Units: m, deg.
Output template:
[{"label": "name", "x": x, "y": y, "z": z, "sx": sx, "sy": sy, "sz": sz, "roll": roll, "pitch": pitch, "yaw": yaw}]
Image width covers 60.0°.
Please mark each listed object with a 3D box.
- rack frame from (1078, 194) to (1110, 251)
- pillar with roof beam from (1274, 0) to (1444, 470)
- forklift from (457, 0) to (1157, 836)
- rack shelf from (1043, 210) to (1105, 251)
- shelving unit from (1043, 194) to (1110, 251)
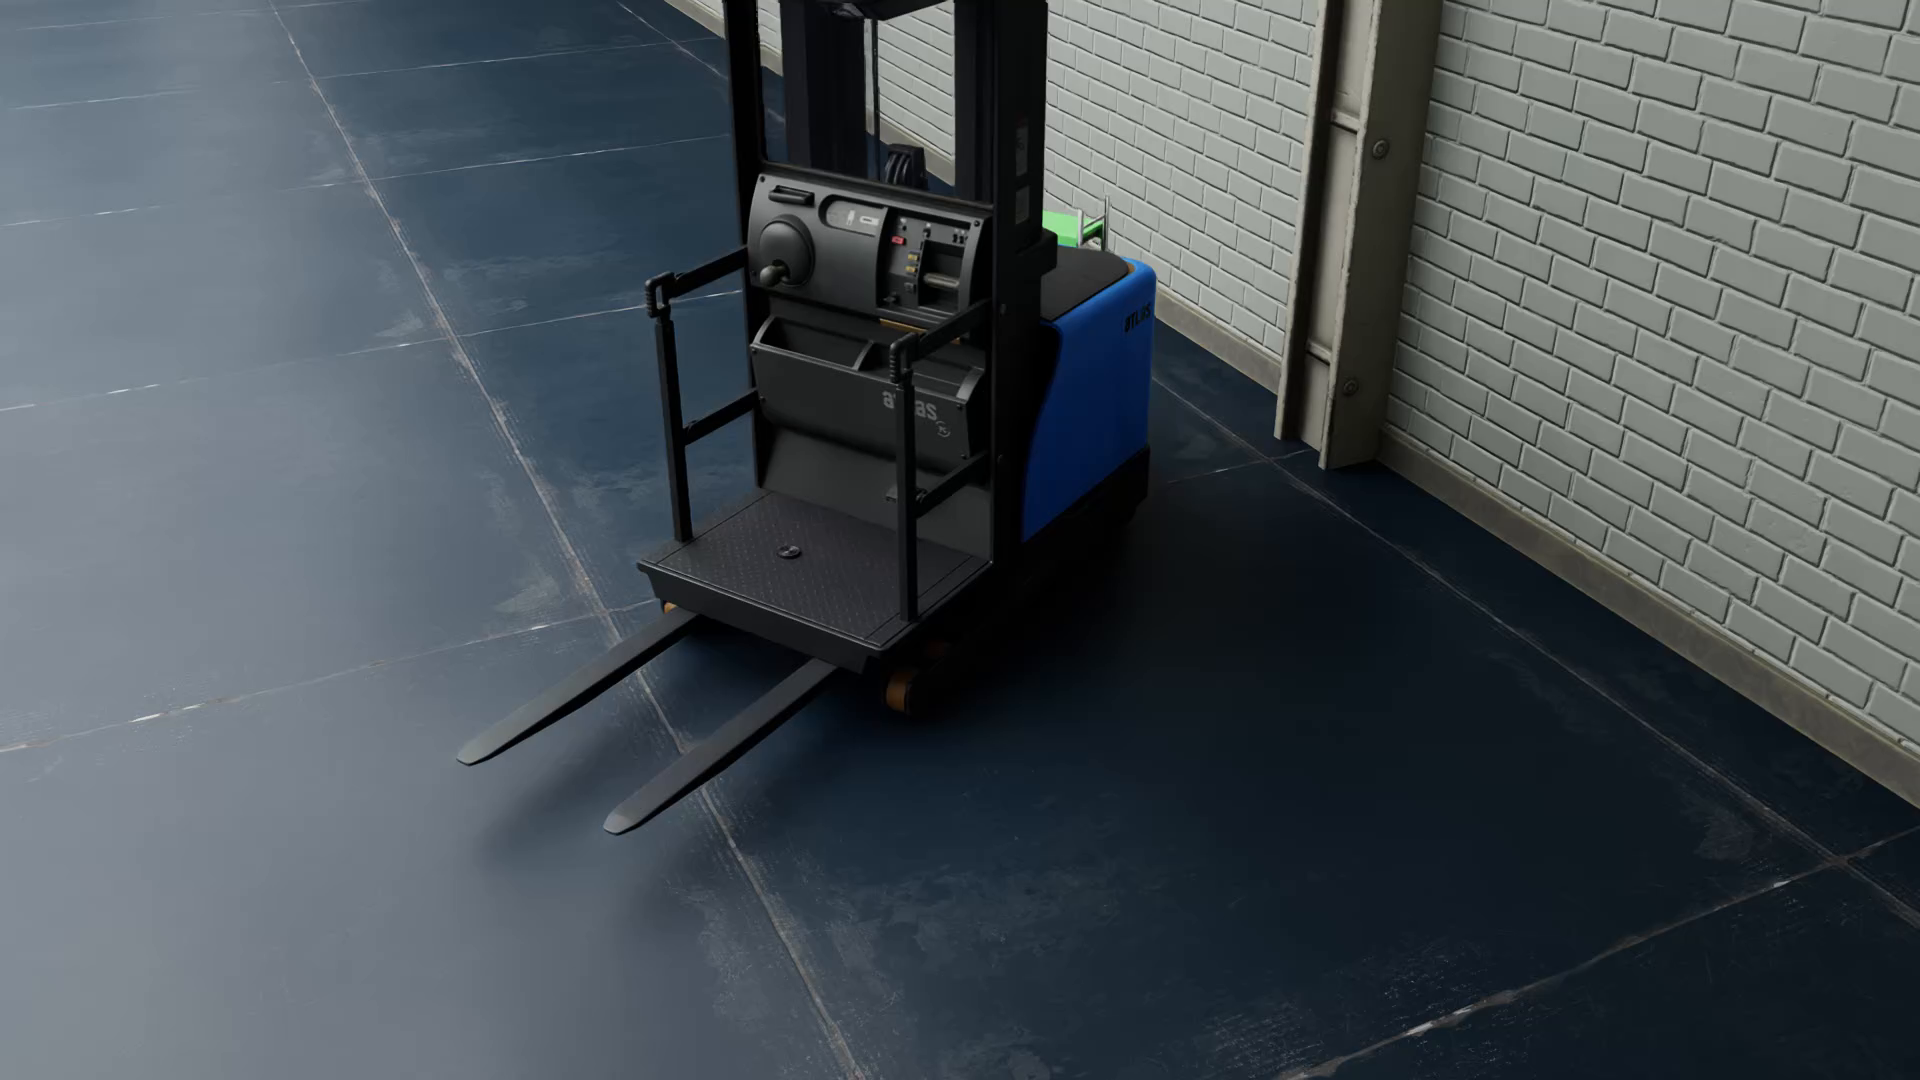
[{"label": "rack frame", "x": 0.545, "y": -0.846, "z": 7.031, "sx": 0.015, "sy": 1.200, "sz": 0.240, "roll": 17, "pitch": 34, "yaw": 28}, {"label": "pillar with roof beam", "x": -2.232, "y": -3.446, "z": 3.694, "sx": 9.100, "sy": 9.000, "sz": 0.400, "roll": -13, "pitch": 32, "yaw": -22}, {"label": "forklift", "x": -0.442, "y": -0.946, "z": 5.439, "sx": 1.130, "sy": 2.935, "sz": 3.031, "roll": 18, "pitch": 34, "yaw": 28}, {"label": "rack shelf", "x": 0.339, "y": -1.273, "z": 6.942, "sx": 0.480, "sy": 0.148, "sz": 0.258, "roll": 17, "pitch": 34, "yaw": 28}, {"label": "shelving unit", "x": 0.339, "y": -0.910, "z": 7.146, "sx": 0.503, "sy": 1.200, "sz": 0.258, "roll": 17, "pitch": 34, "yaw": 28}]
